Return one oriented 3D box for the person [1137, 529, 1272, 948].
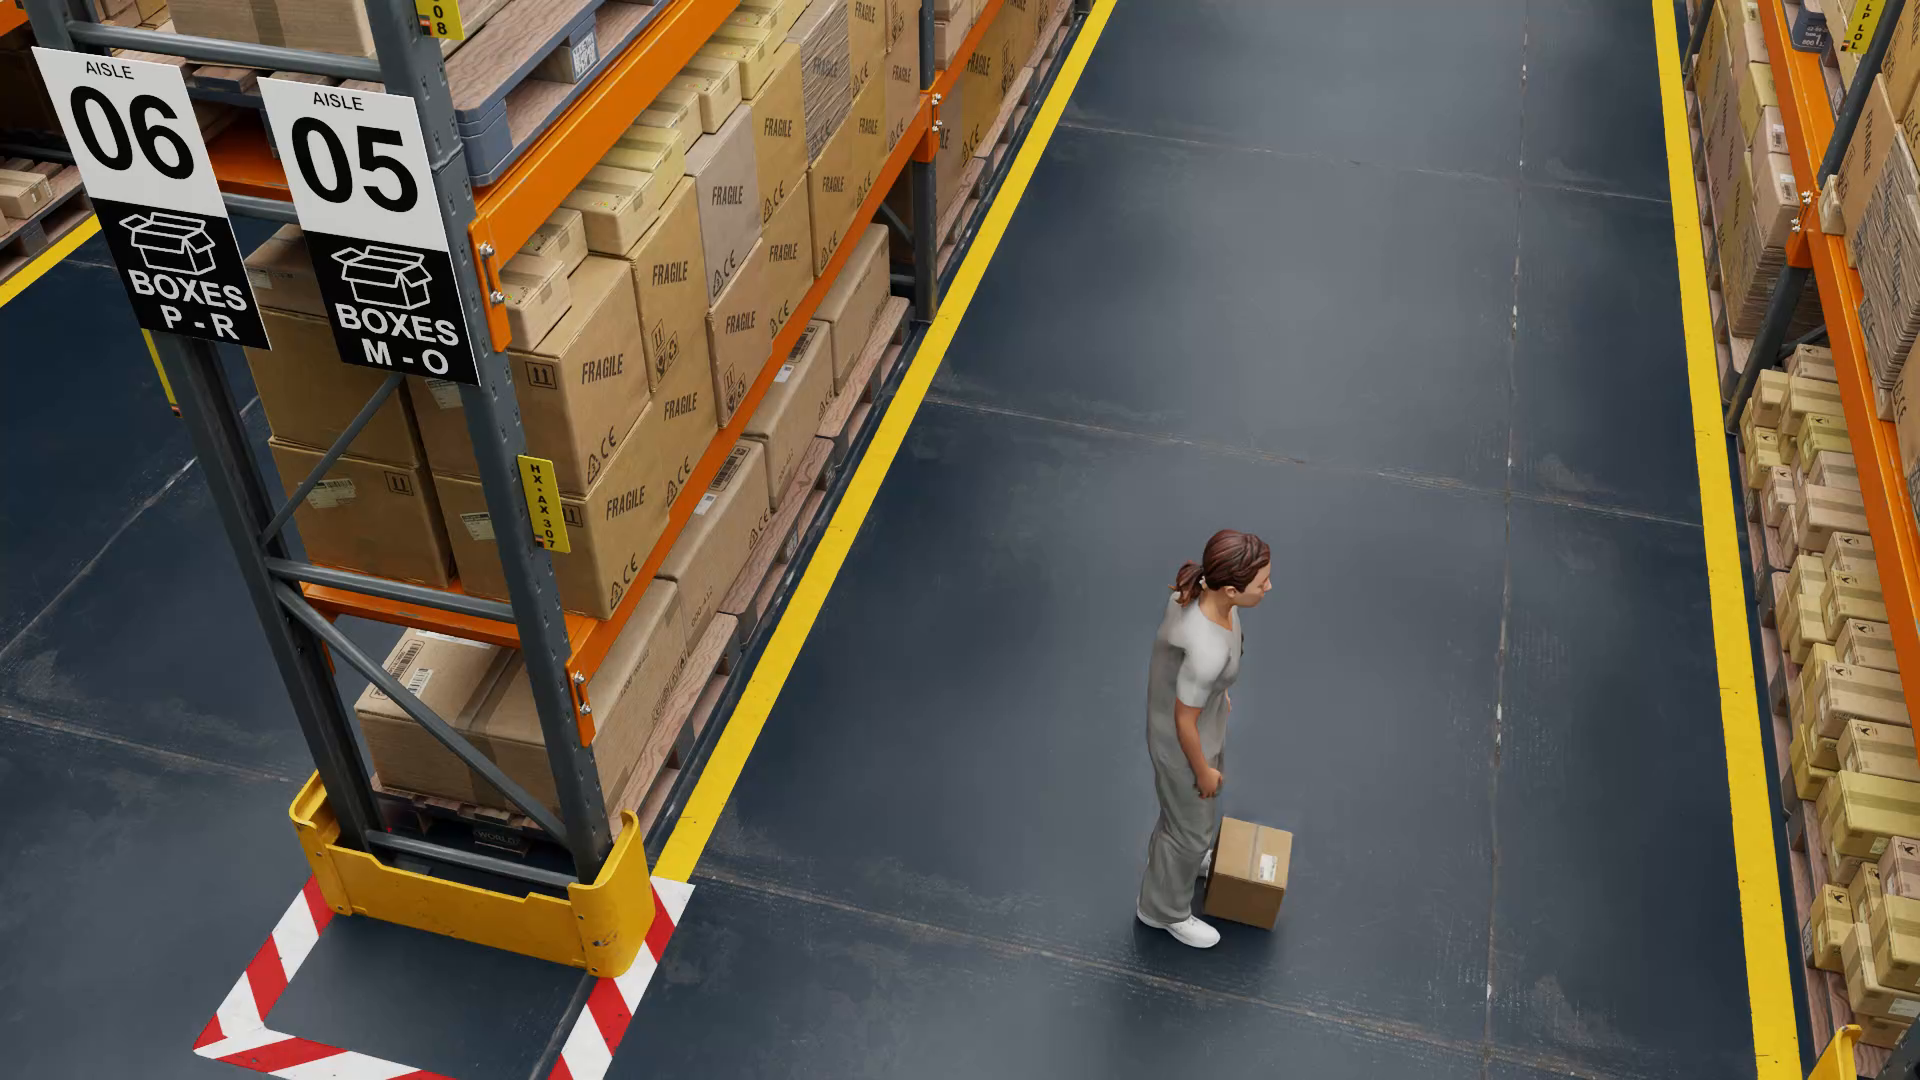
[{"bbox_3d":[0.784,0.627,5.442,0.367,1.673,0.485,9,42,10],"label":"person"}]
